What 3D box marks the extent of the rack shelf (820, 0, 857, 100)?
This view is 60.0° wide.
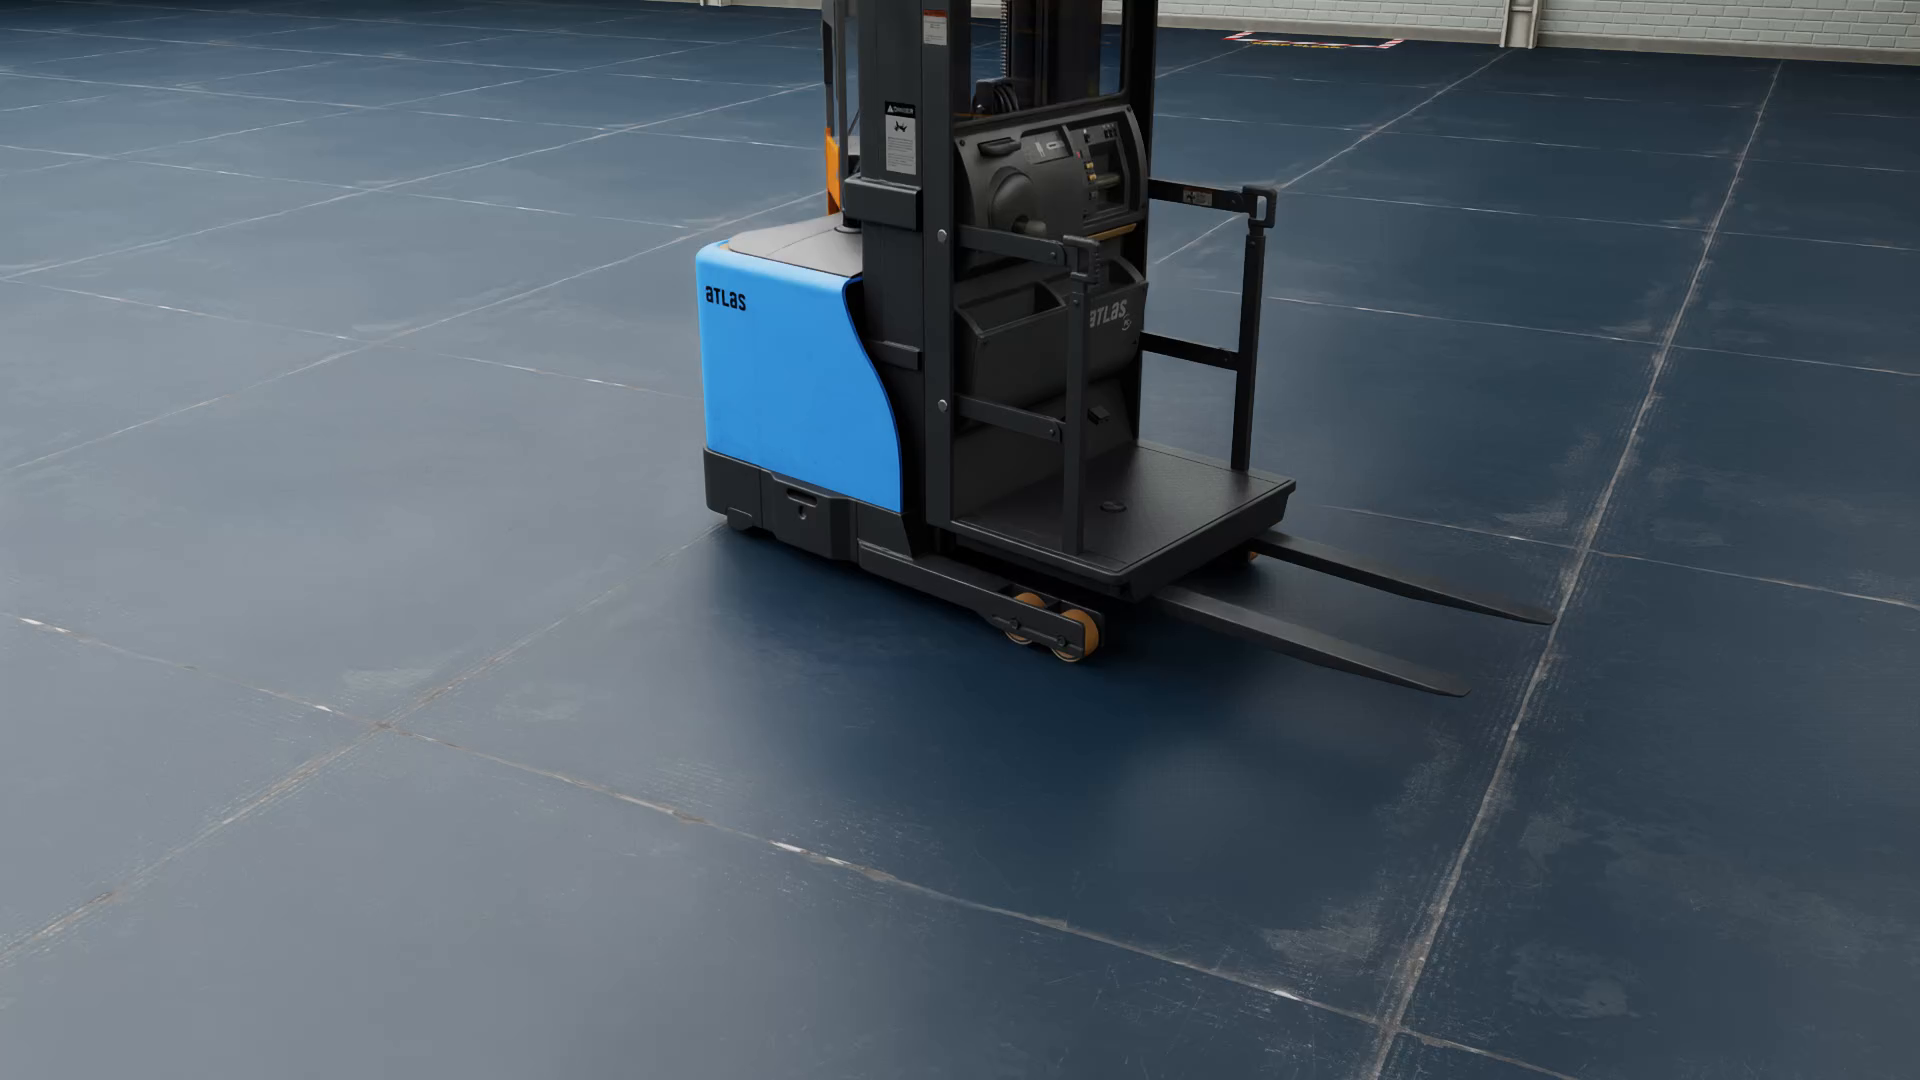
[{"bbox_3d":[-0.327,-2.077,6.694,0.431,0.518,0.480,-4,23,-9],"label":"rack shelf"}]

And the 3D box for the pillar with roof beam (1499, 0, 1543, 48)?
[{"bbox_3d":[5.005,-8.783,15.405,0.400,9.000,9.100,11,25,25],"label":"pillar with roof beam"}]

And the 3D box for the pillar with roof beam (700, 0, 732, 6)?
[{"bbox_3d":[-5.704,-10.902,20.387,0.400,9.000,9.100,11,25,25],"label":"pillar with roof beam"}]

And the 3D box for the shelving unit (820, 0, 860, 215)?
[{"bbox_3d":[-0.327,-1.444,6.961,0.431,2.100,0.503,-4,23,-9],"label":"shelving unit"}]

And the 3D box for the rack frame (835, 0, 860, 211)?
[{"bbox_3d":[-0.283,-1.351,6.740,0.400,2.100,0.015,-4,23,-9],"label":"rack frame"}]

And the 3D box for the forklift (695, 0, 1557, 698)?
[{"bbox_3d":[0.473,-1.190,5.304,3.031,2.935,1.130,18,29,37],"label":"forklift"}]

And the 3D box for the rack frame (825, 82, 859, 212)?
[{"bbox_3d":[-0.370,-1.538,7.182,0.400,2.100,0.015,-4,23,-9],"label":"rack frame"}]

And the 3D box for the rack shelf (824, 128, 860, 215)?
[{"bbox_3d":[-0.327,-1.432,6.966,0.431,0.518,0.480,-4,23,-9],"label":"rack shelf"}]
